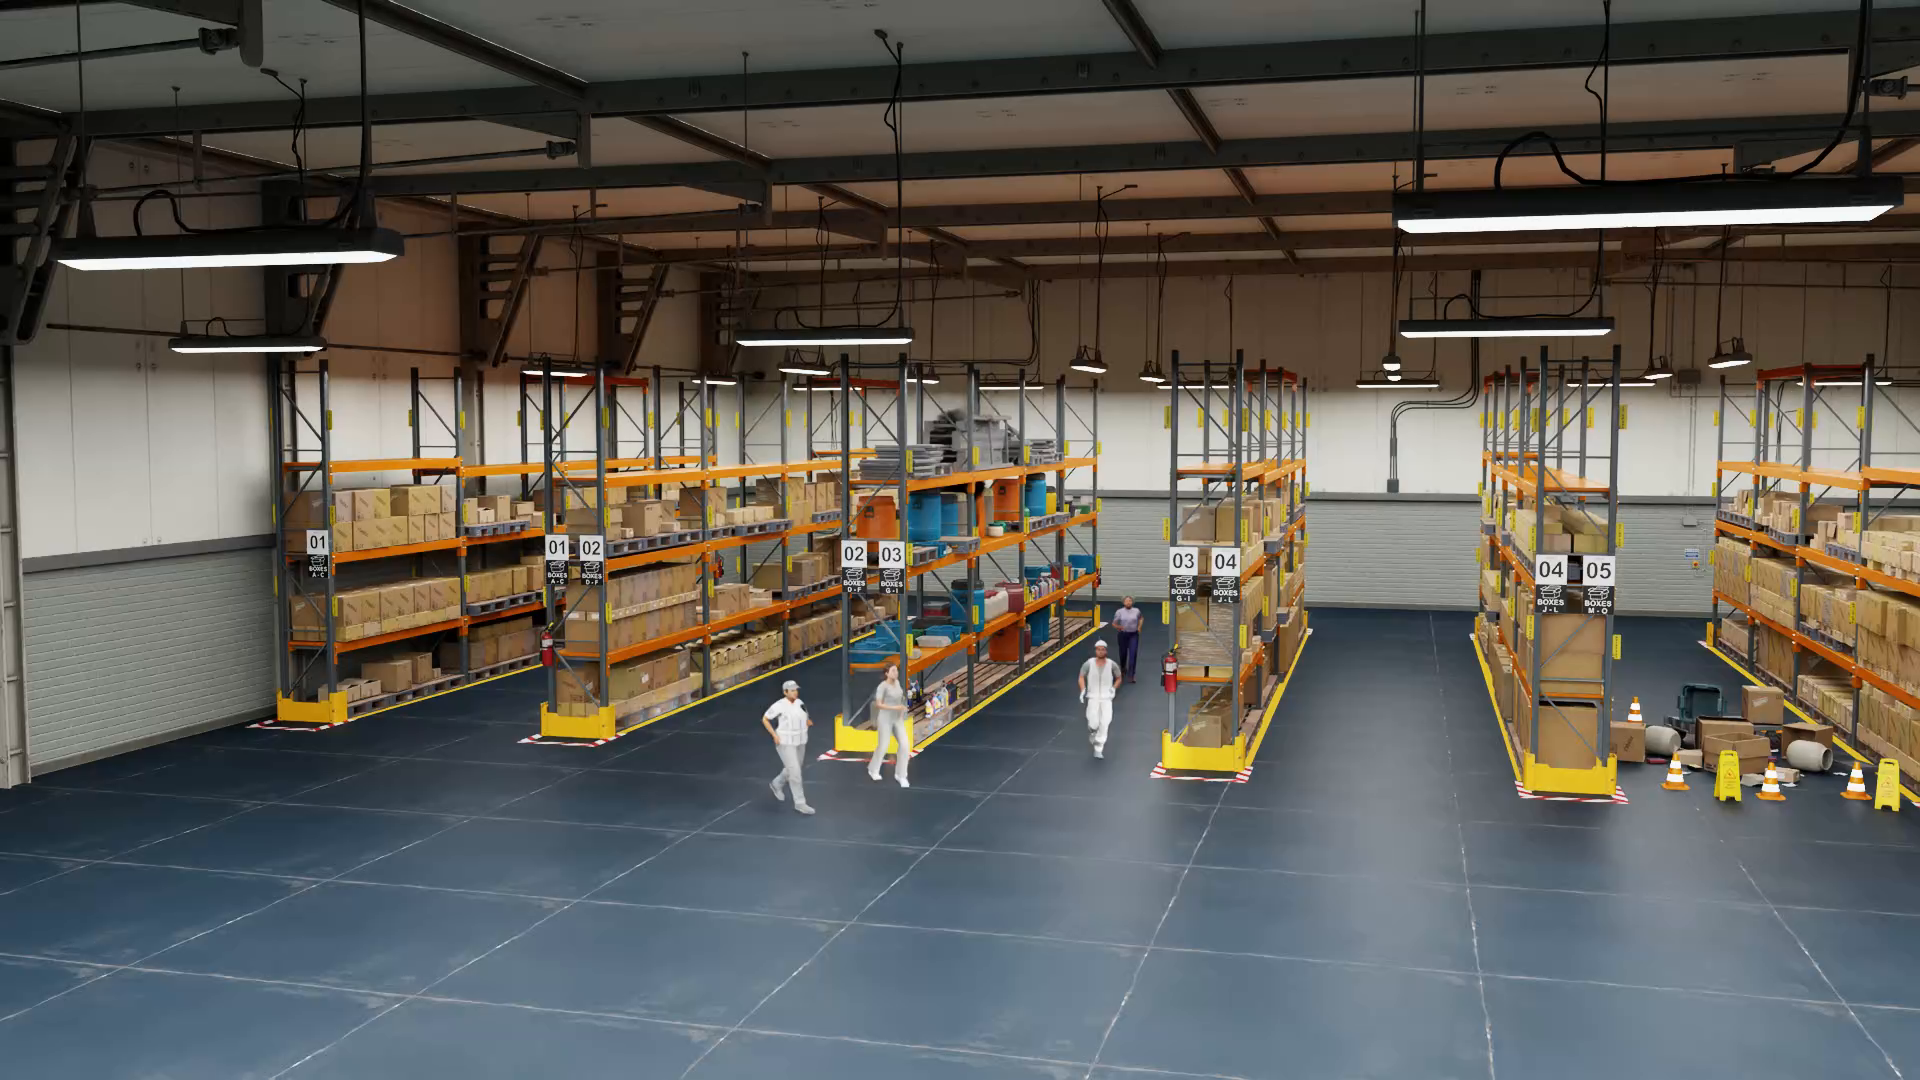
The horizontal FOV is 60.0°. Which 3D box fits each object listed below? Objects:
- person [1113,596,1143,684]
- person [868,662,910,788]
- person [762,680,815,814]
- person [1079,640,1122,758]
[{"bbox_3d":[3.232,1.888,31.940,0.608,1.645,0.896,0,4,1],"label":"person"},{"bbox_3d":[-0.962,2.533,22.829,0.577,1.729,0.761,-4,6,-44],"label":"person"},{"bbox_3d":[-2.170,2.620,21.326,0.943,1.653,0.605,3,5,39],"label":"person"},{"bbox_3d":[2.093,2.356,24.783,0.642,1.735,0.600,0,4,3],"label":"person"}]
